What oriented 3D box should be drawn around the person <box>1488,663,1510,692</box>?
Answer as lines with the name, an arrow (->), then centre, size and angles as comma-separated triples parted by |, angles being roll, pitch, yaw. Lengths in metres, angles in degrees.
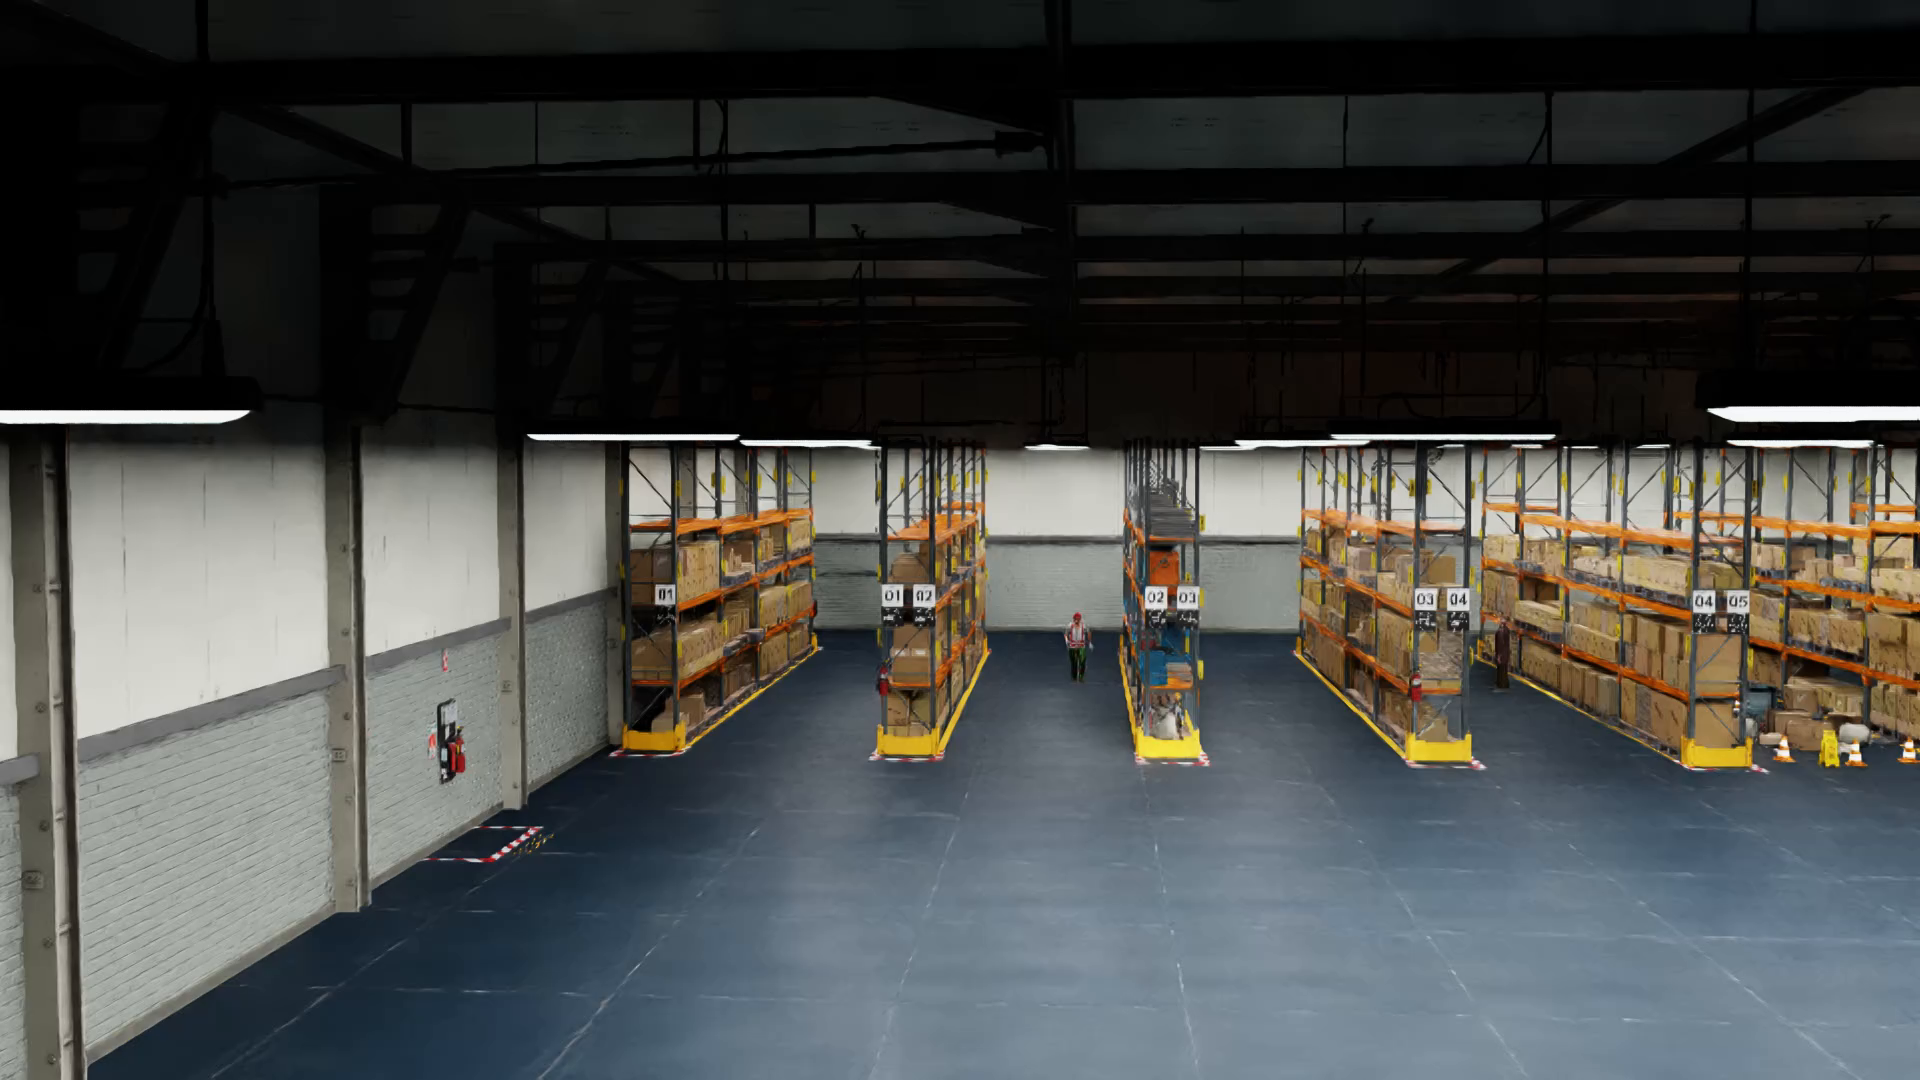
person -> 12.815, 2.835, 39.474 | 0.556, 1.524, 0.543 | 2, 4, 35

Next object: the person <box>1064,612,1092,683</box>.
person -> 2.919, 2.649, 41.240 | 0.681, 1.751, 0.582 | 0, 3, 8
